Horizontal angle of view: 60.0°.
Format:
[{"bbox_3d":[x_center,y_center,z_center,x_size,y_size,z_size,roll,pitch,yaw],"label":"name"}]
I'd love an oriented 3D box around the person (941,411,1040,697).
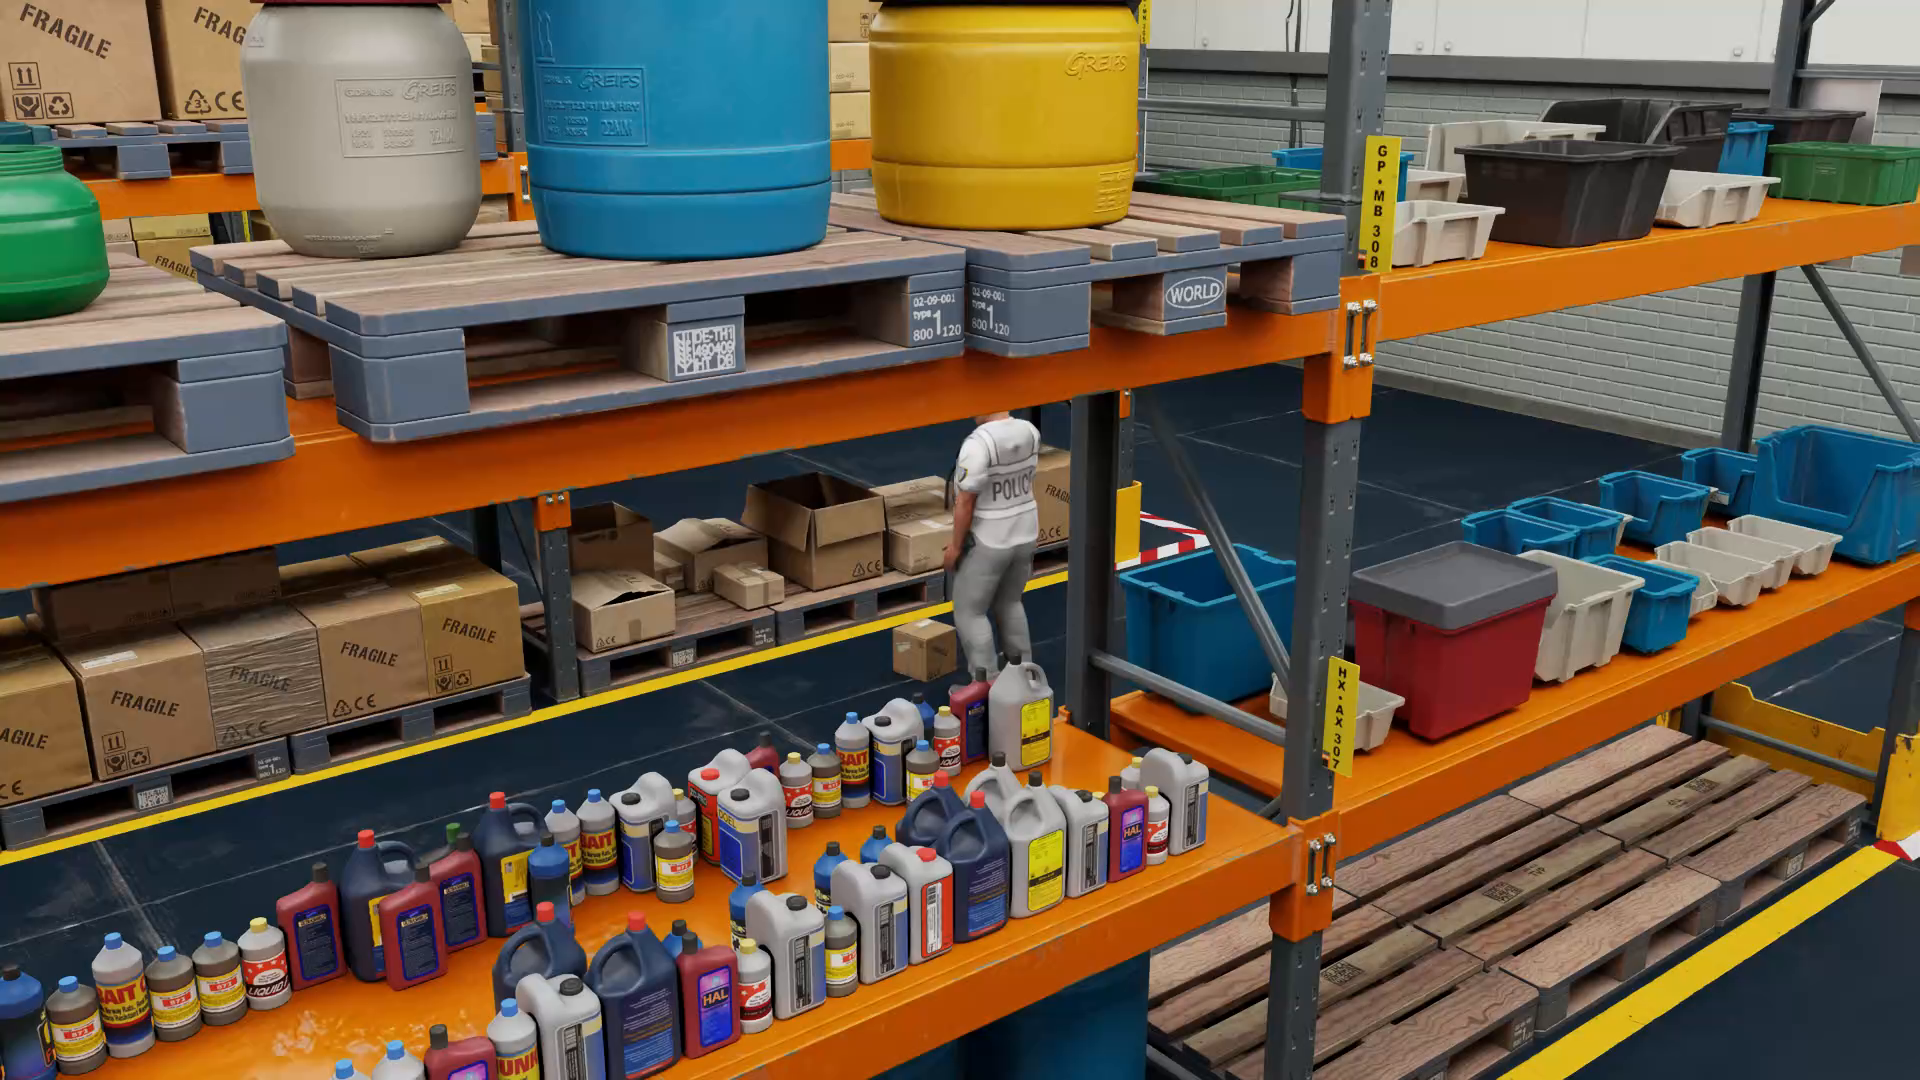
[{"bbox_3d":[0.167,0.010,8.552,0.388,1.734,0.535,16,23,41],"label":"person"}]
